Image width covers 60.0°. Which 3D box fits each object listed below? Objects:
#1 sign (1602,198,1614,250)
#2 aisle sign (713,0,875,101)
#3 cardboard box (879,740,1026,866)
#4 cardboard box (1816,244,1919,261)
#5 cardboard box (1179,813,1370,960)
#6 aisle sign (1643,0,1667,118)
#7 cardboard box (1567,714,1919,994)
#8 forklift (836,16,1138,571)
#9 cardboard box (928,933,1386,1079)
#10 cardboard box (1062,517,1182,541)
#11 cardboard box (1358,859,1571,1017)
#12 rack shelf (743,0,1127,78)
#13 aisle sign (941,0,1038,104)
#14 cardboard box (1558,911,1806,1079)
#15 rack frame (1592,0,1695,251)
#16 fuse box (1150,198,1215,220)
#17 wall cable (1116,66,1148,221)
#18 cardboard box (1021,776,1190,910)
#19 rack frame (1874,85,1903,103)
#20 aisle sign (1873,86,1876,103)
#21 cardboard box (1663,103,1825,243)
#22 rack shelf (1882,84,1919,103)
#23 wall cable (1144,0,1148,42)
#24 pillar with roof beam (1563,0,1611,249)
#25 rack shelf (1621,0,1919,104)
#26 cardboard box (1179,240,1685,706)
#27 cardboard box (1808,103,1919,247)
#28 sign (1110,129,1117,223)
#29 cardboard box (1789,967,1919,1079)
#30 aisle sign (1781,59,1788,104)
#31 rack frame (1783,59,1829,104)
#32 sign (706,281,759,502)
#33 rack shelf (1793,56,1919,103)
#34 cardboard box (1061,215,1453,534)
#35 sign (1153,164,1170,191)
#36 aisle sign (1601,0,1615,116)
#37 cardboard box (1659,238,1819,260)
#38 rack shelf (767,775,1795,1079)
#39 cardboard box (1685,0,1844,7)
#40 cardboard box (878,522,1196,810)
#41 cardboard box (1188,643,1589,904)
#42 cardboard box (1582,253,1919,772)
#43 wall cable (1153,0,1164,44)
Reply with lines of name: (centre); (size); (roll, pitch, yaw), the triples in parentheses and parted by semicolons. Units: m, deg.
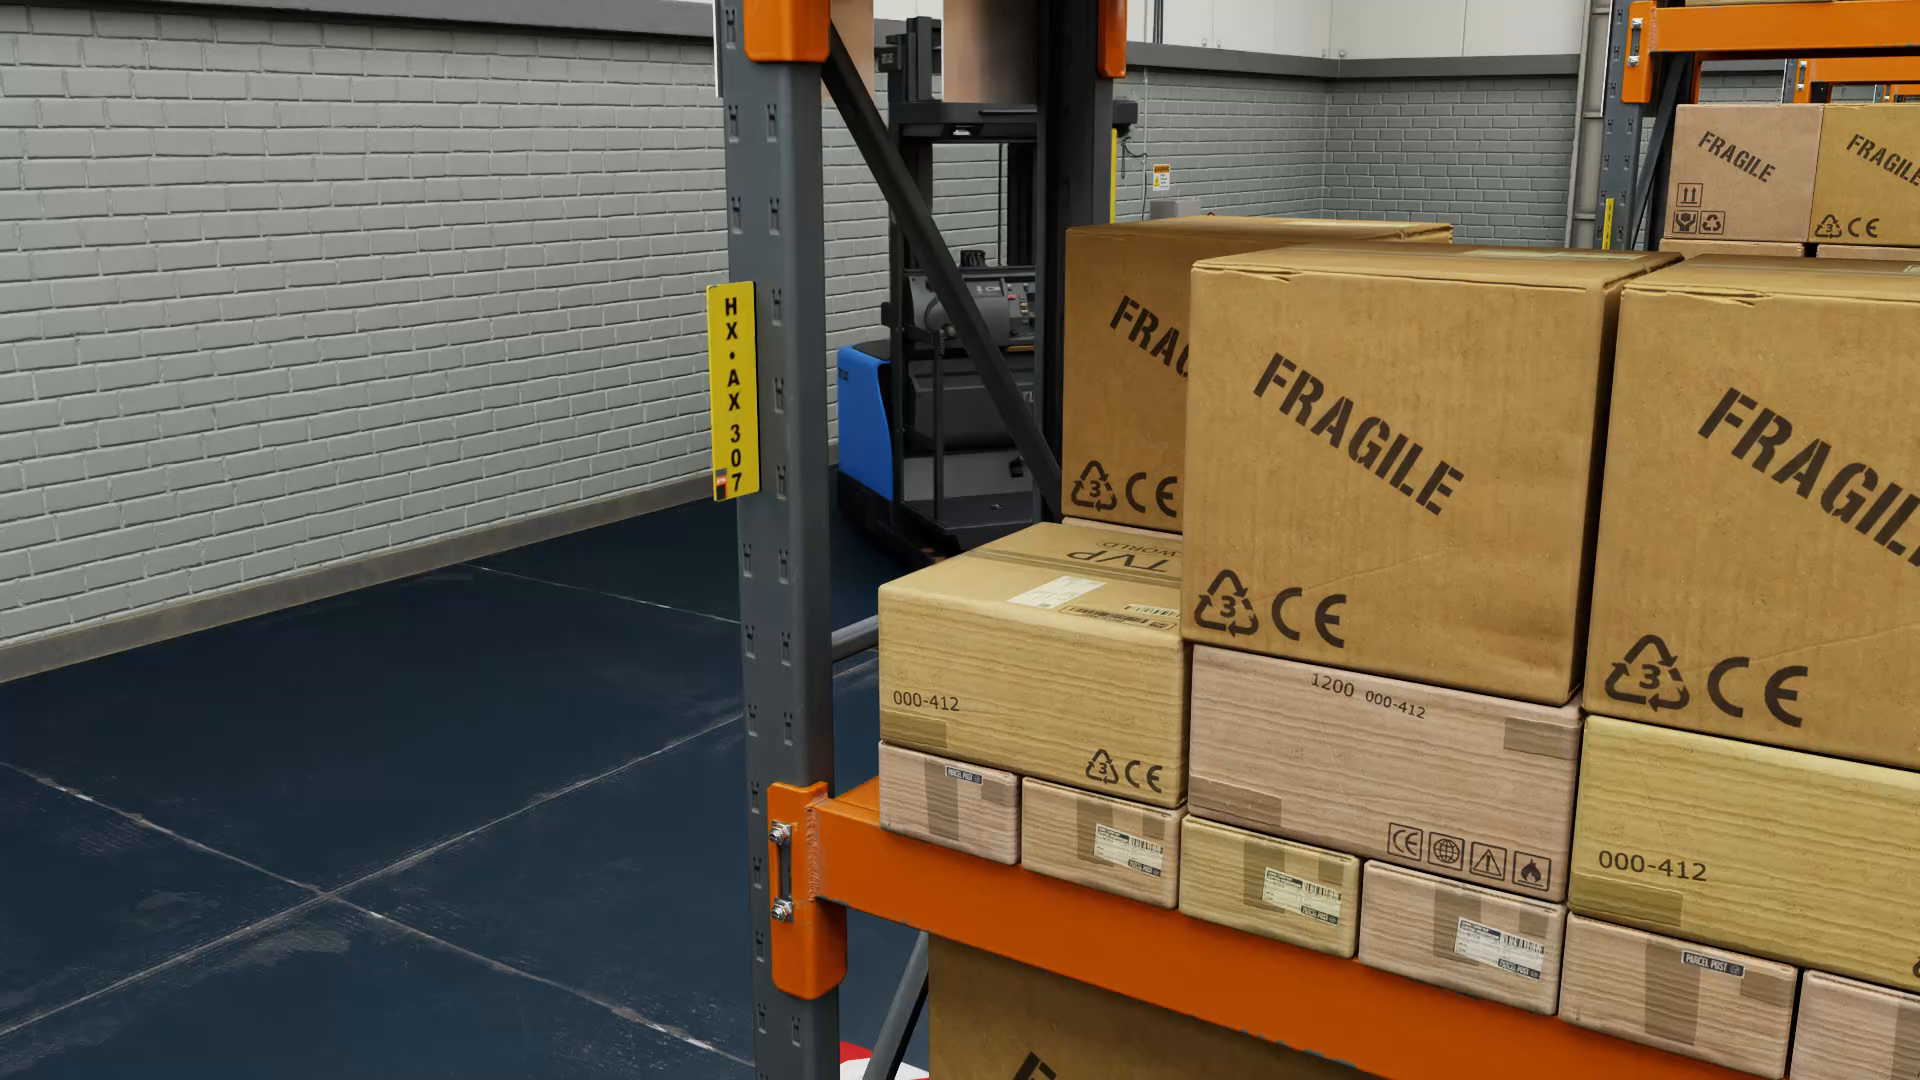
sign: (2.520, -1.164, 6.482); (0.005, 0.325, 0.100); (9, 17, 33)
aisle sign: (-0.256, -1.088, 2.568); (0.004, 0.787, 0.394); (9, 17, 33)
cardboard box: (0.081, 0.359, 2.655); (0.250, 0.149, 0.380); (9, 17, 33)
cardboard box: (3.500, -0.863, 6.240); (0.500, 0.500, 0.500); (9, 17, 33)
cardboard box: (0.508, 0.427, 2.378); (0.250, 0.149, 0.380); (9, 16, 31)
aisle sign: (2.930, -2.184, 6.992); (0.004, 0.787, 0.394); (9, 17, 33)
cardboard box: (1.069, 0.306, 2.036); (0.500, 0.250, 0.500); (9, 16, 31)
forklift: (0.248, -1.285, 8.916); (1.130, 2.935, 3.031); (-5, 15, -21)
cardboard box: (0.547, 1.021, 3.005); (0.875, 0.875, 0.875); (9, 17, 33)
cardboard box: (0.521, 0.064, 3.016); (0.500, 0.250, 0.500); (9, 16, 32)
cardboard box: (0.725, 0.462, 2.238); (0.250, 0.149, 0.380); (9, 16, 32)
rack shelf: (1.631, -0.715, 1.725); (4.000, 0.370, 1.077); (9, 17, 33)
aisle sign: (0.079, -1.208, 3.051); (0.004, 0.787, 0.394); (9, 17, 33)
cardboard box: (0.935, 0.496, 2.099); (0.250, 0.149, 0.380); (9, 16, 32)
rack frame: (2.823, -0.852, 7.023); (0.127, 3.000, 1.000); (9, 17, 33)
fuse box: (2.103, -2.378, 15.868); (0.414, 1.711, 0.539); (9, 17, 33)
wall cable: (1.592, -3.382, 15.127); (0.122, 1.984, 0.588); (9, 17, 33)
cardboard box: (0.295, 0.393, 2.517); (0.250, 0.149, 0.380); (9, 16, 32)
rack frame: (8.269, -2.843, 15.065); (0.127, 3.000, 1.000); (9, 17, 33)
aisle sign: (8.048, -4.055, 14.553); (0.004, 0.787, 0.394); (9, 17, 33)
cardboard box: (3.047, -1.417, 6.398); (0.500, 0.500, 0.500); (9, 17, 32)
rack shelf: (9.928, -3.681, 13.707); (4.000, 0.370, 1.077); (9, 17, 33)
wall cable: (1.047, -5.621, 13.803); (0.029, 3.000, 2.355); (9, 17, 33)
pillar with roof beam: (4.132, -5.438, 13.063); (0.400, 9.000, 9.100); (9, 17, 33)
rack shelf: (4.483, -1.691, 5.665); (4.000, 0.370, 1.077); (9, 17, 33)
cardboard box: (0.633, -0.127, 2.226); (0.500, 0.500, 0.500); (9, 16, 31)
cardboard box: (3.470, -1.351, 6.130); (0.500, 0.500, 0.500); (10, 17, 34)
sign: (0.285, -0.660, 3.344); (0.005, 0.325, 0.100); (9, 17, 33)
cardboard box: (1.150, 0.531, 1.960); (0.250, 0.149, 0.380); (9, 16, 32)
aisle sign: (5.280, -3.066, 10.558); (0.004, 0.787, 0.394); (9, 17, 33)
rack frame: (5.502, -1.853, 11.065); (0.127, 3.000, 1.000); (9, 17, 33)
sign: (-0.344, -0.225, 2.525); (0.005, 0.325, 0.100); (9, 17, 33)
rack shelf: (7.161, -2.691, 9.707); (4.000, 0.370, 1.077); (9, 17, 33)
cardboard box: (0.522, -0.299, 2.922); (0.500, 0.500, 0.500); (9, 17, 33)
sign: (1.901, -3.421, 15.682); (0.001, 0.242, 0.339); (9, 17, 33)
aisle sign: (2.595, -2.064, 6.508); (0.004, 0.787, 0.394); (9, 17, 33)
cardboard box: (3.041, -0.930, 6.509); (0.500, 0.500, 0.500); (10, 17, 35)
rack shelf: (1.631, 0.741, 2.085); (4.000, 0.370, 1.077); (9, 17, 33)
cardboard box: (3.053, -2.124, 6.231); (0.500, 0.250, 0.500); (10, 17, 35)
cardboard box: (0.219, 0.170, 2.587); (0.500, 0.250, 0.500); (9, 16, 31)
cardboard box: (0.654, 0.238, 2.311); (0.500, 0.250, 0.500); (9, 16, 32)
cardboard box: (1.067, -0.059, 1.951); (0.500, 0.500, 0.500); (9, 16, 31)
wall cable: (2.633, -6.190, 16.022); (0.133, 3.039, 2.988); (9, 17, 33)
